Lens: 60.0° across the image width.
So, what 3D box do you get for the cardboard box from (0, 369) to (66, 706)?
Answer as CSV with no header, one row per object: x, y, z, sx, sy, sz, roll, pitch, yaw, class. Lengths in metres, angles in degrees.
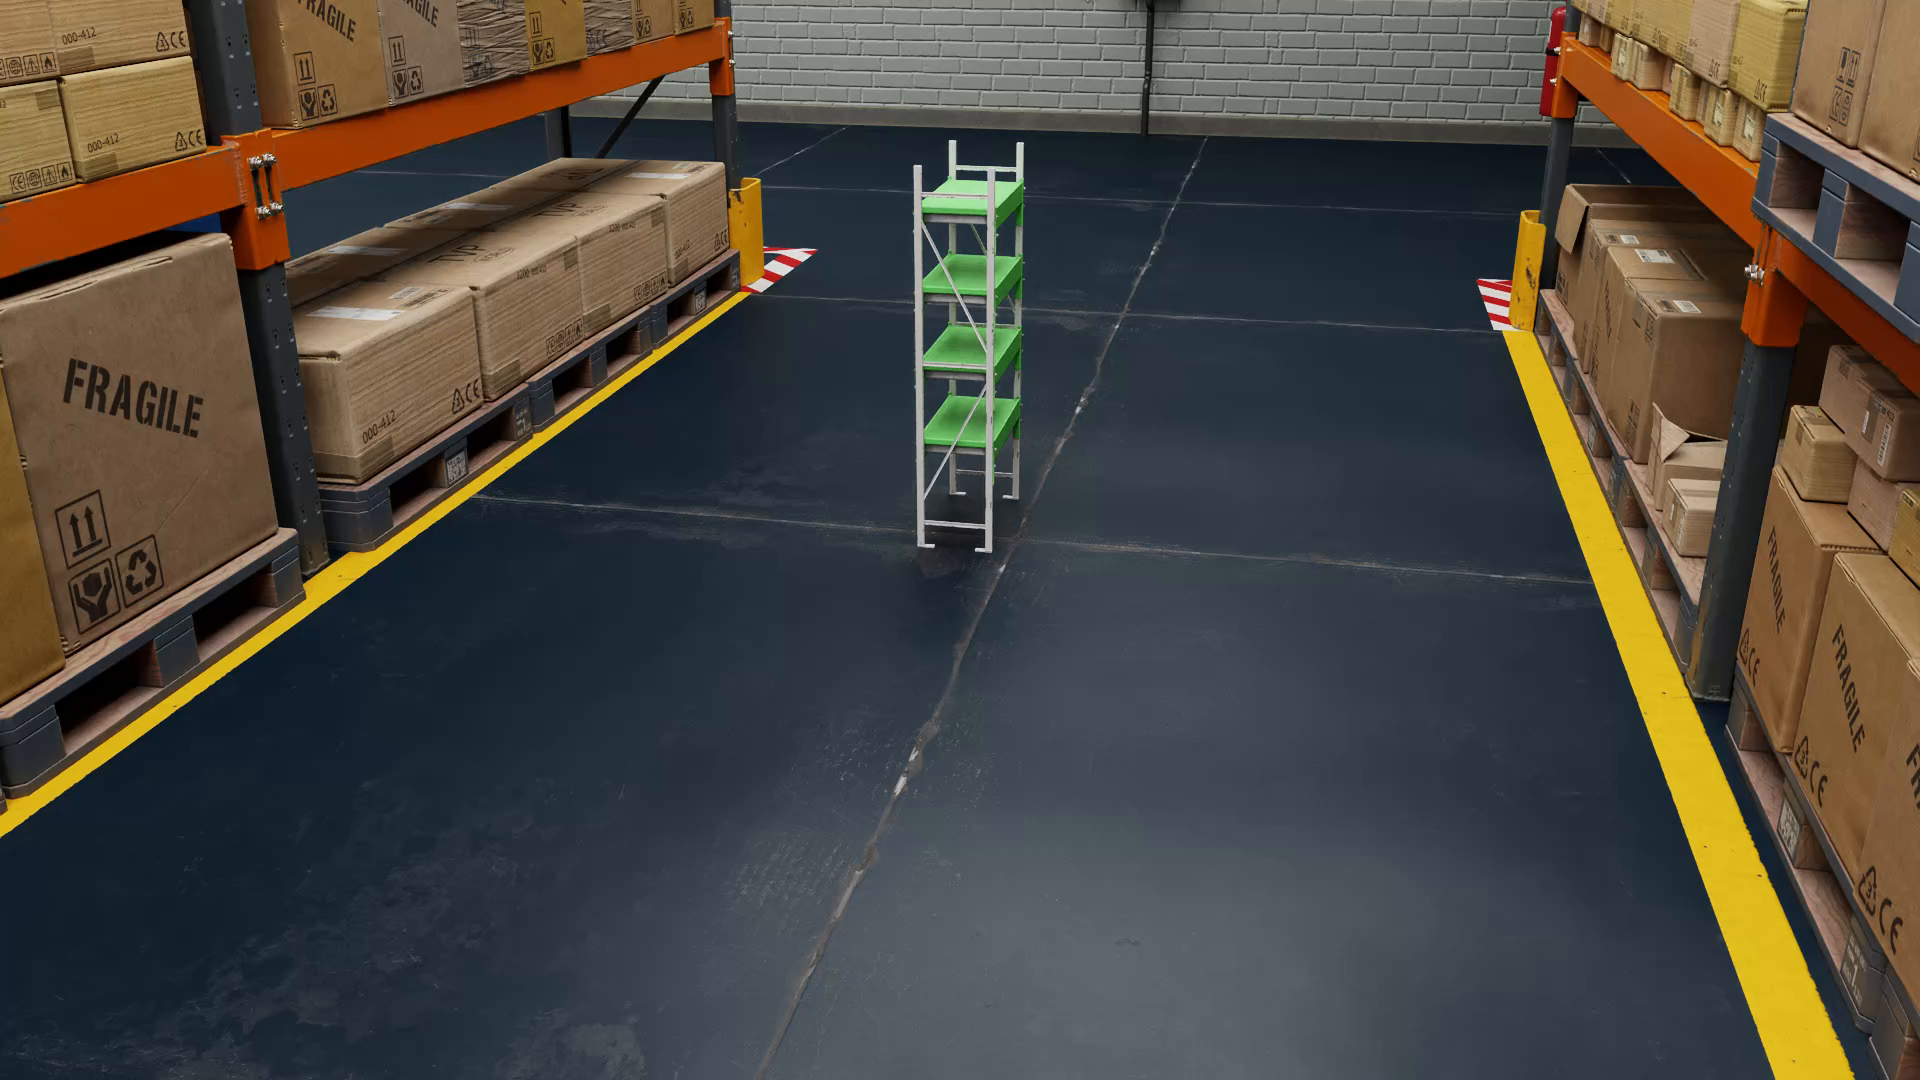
-2.683,0.021,3.567,0.875,0.875,0.875,5,22,12,cardboard box

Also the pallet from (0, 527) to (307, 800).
-2.541,0.248,4.455,1.003,0.211,1.213,4,22,11,pallet

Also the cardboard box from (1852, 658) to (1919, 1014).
1.878,0.546,2.767,0.500,0.500,0.500,4,22,9,cardboard box

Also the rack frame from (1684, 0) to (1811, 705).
2.402,-0.956,3.713,1.000,3.000,0.127,4,22,11,rack frame

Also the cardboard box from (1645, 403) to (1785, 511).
2.301,-0.240,5.031,0.396,0.266,0.258,5,23,13,cardboard box

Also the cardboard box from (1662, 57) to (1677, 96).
2.552,-1.539,5.495,0.380,0.149,0.250,4,22,11,cardboard box

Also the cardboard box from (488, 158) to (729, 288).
-1.678,-1.553,8.063,0.875,0.438,0.875,4,22,9,cardboard box

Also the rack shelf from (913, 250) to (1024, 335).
0.034,-0.780,5.214,0.258,0.148,0.480,4,22,11,rack shelf

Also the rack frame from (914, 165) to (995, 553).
-0.016,-0.528,5.058,0.240,1.200,0.015,4,22,11,rack frame

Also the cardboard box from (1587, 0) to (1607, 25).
2.760,-2.158,6.499,0.500,0.250,0.500,5,22,11,cardboard box

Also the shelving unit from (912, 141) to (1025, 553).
0.034,-0.617,5.280,0.258,1.200,0.503,4,22,11,shelving unit

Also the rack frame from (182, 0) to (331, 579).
-2.458,-1.333,4.649,1.000,3.000,0.127,4,22,11,rack frame

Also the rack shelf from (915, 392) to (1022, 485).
0.034,-0.335,5.393,0.258,0.148,0.480,4,22,11,rack shelf

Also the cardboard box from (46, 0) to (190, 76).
-2.310,-1.316,4.137,0.500,0.250,0.500,4,22,11,cardboard box

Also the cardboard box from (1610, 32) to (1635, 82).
2.571,-1.736,5.985,0.380,0.149,0.250,4,22,9,cardboard box

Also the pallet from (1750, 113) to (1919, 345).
2.132,-0.583,3.044,1.003,0.211,1.213,4,22,11,pallet

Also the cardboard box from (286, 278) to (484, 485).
-2.224,-0.561,5.599,0.875,0.438,0.875,4,22,10,cardboard box

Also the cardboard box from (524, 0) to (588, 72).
-1.786,-2.085,6.381,0.500,0.500,0.500,5,22,13,cardboard box

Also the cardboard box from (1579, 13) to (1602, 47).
2.883,-2.203,7.145,0.380,0.149,0.250,4,22,11,cardboard box

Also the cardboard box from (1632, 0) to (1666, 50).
2.576,-1.783,5.569,0.500,0.250,0.500,4,22,10,cardboard box

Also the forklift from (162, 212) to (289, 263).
-4.461,-2.291,7.118,1.130,2.935,3.031,6,23,16,forklift

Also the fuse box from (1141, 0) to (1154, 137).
1.513,-4.049,13.117,0.539,1.711,0.414,4,22,11,fuse box

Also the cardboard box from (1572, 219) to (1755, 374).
2.788,-0.928,6.427,0.700,0.500,0.500,5,23,13,cardboard box

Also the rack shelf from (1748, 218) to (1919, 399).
1.994,0.109,2.031,1.077,0.370,4.000,4,22,11,rack shelf

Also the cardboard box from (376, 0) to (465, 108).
-1.999,-1.715,5.463,0.500,0.500,0.500,5,22,11,cardboard box

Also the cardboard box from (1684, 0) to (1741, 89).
2.355,-1.414,4.652,0.500,0.250,0.500,5,22,11,cardboard box

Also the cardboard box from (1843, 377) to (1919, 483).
2.063,-0.221,3.404,0.380,0.149,0.250,3,22,8,cardboard box

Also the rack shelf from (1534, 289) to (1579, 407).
-12.557,-1.232,4.665,30.696,2.800,11.642,4,22,11,rack shelf

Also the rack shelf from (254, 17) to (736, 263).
-2.050,-1.731,6.599,1.077,0.370,4.000,4,22,11,rack shelf

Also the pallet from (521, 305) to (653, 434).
-1.979,-0.759,6.957,1.003,0.211,1.213,4,22,11,pallet

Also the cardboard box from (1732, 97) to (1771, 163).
2.252,-1.072,4.338,0.380,0.149,0.250,5,22,12,cardboard box

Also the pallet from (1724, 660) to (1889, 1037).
2.273,0.638,3.488,1.003,0.211,1.213,4,22,11,pallet
